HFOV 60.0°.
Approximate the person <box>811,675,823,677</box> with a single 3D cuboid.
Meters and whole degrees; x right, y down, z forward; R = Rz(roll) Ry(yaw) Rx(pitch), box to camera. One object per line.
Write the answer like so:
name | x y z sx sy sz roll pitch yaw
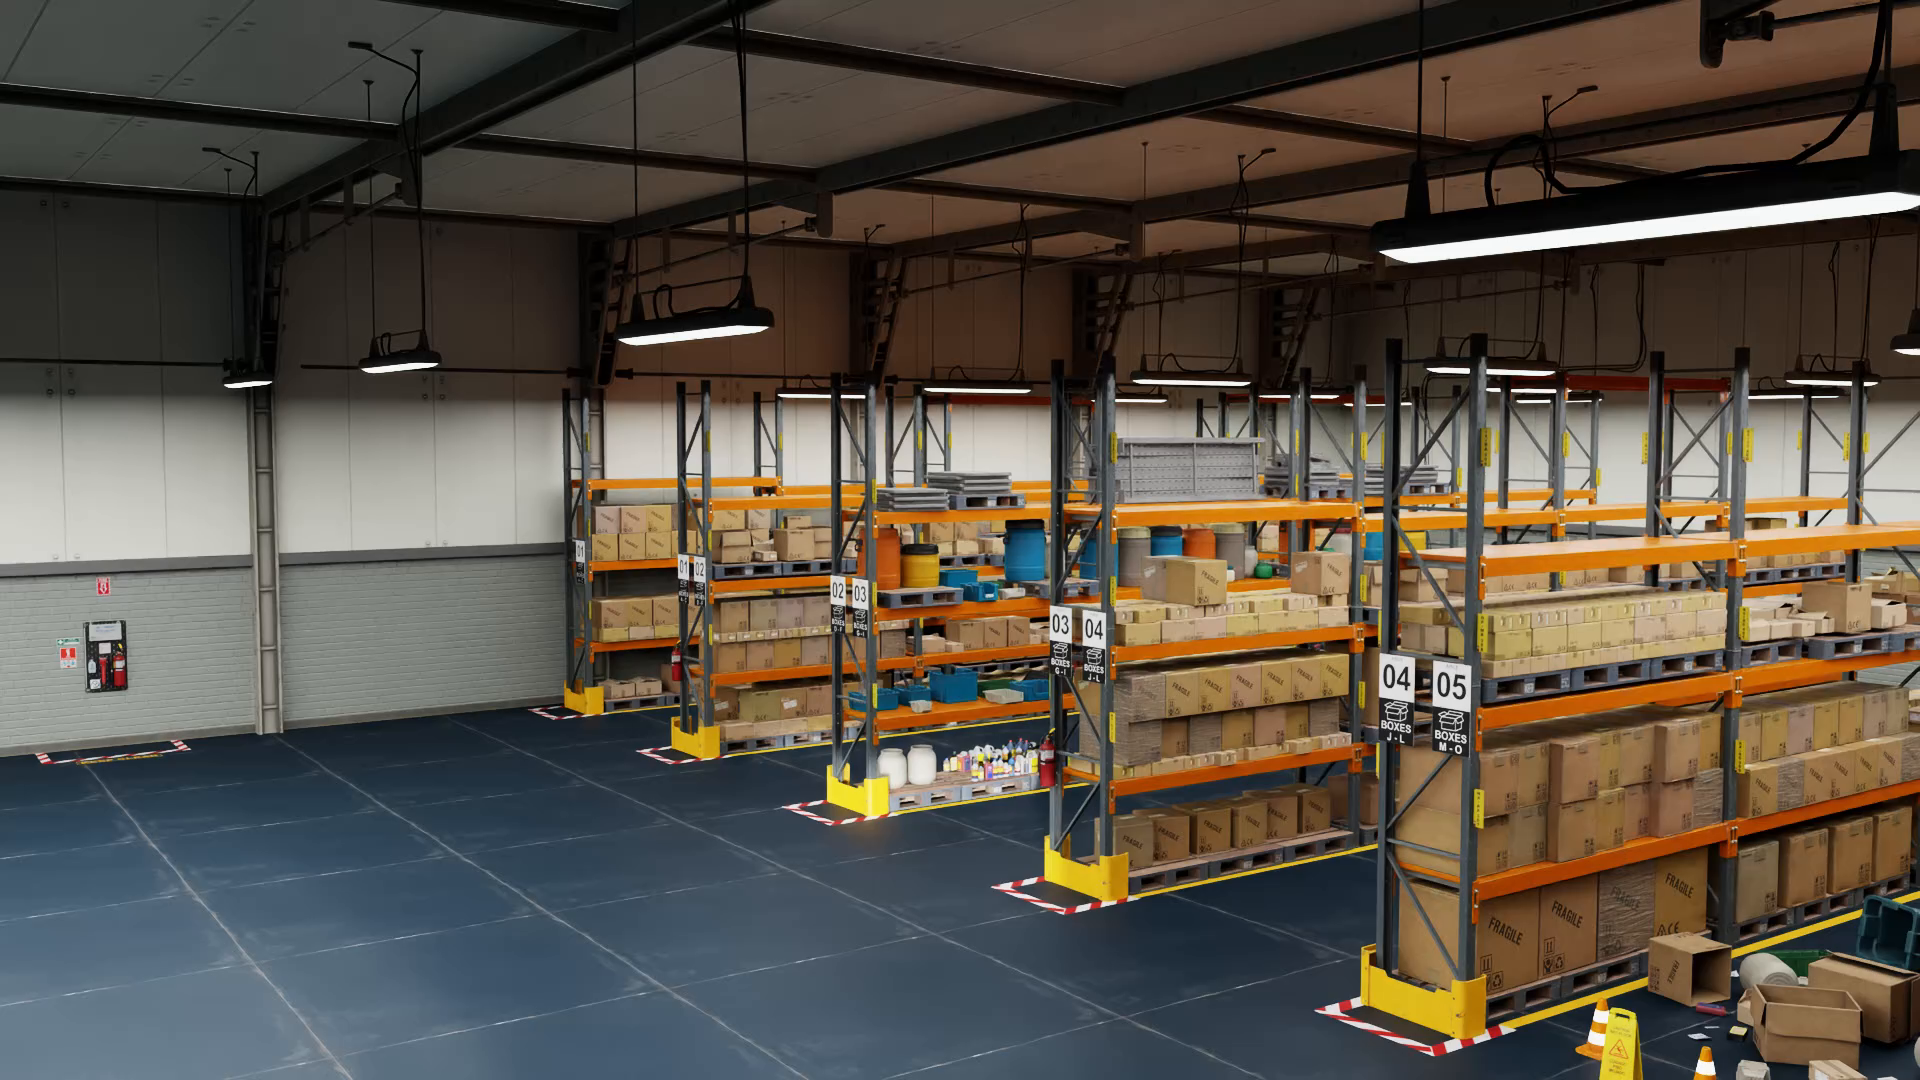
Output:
person | -2.590 2.429 30.217 0.434 1.546 0.967 3 5 40
